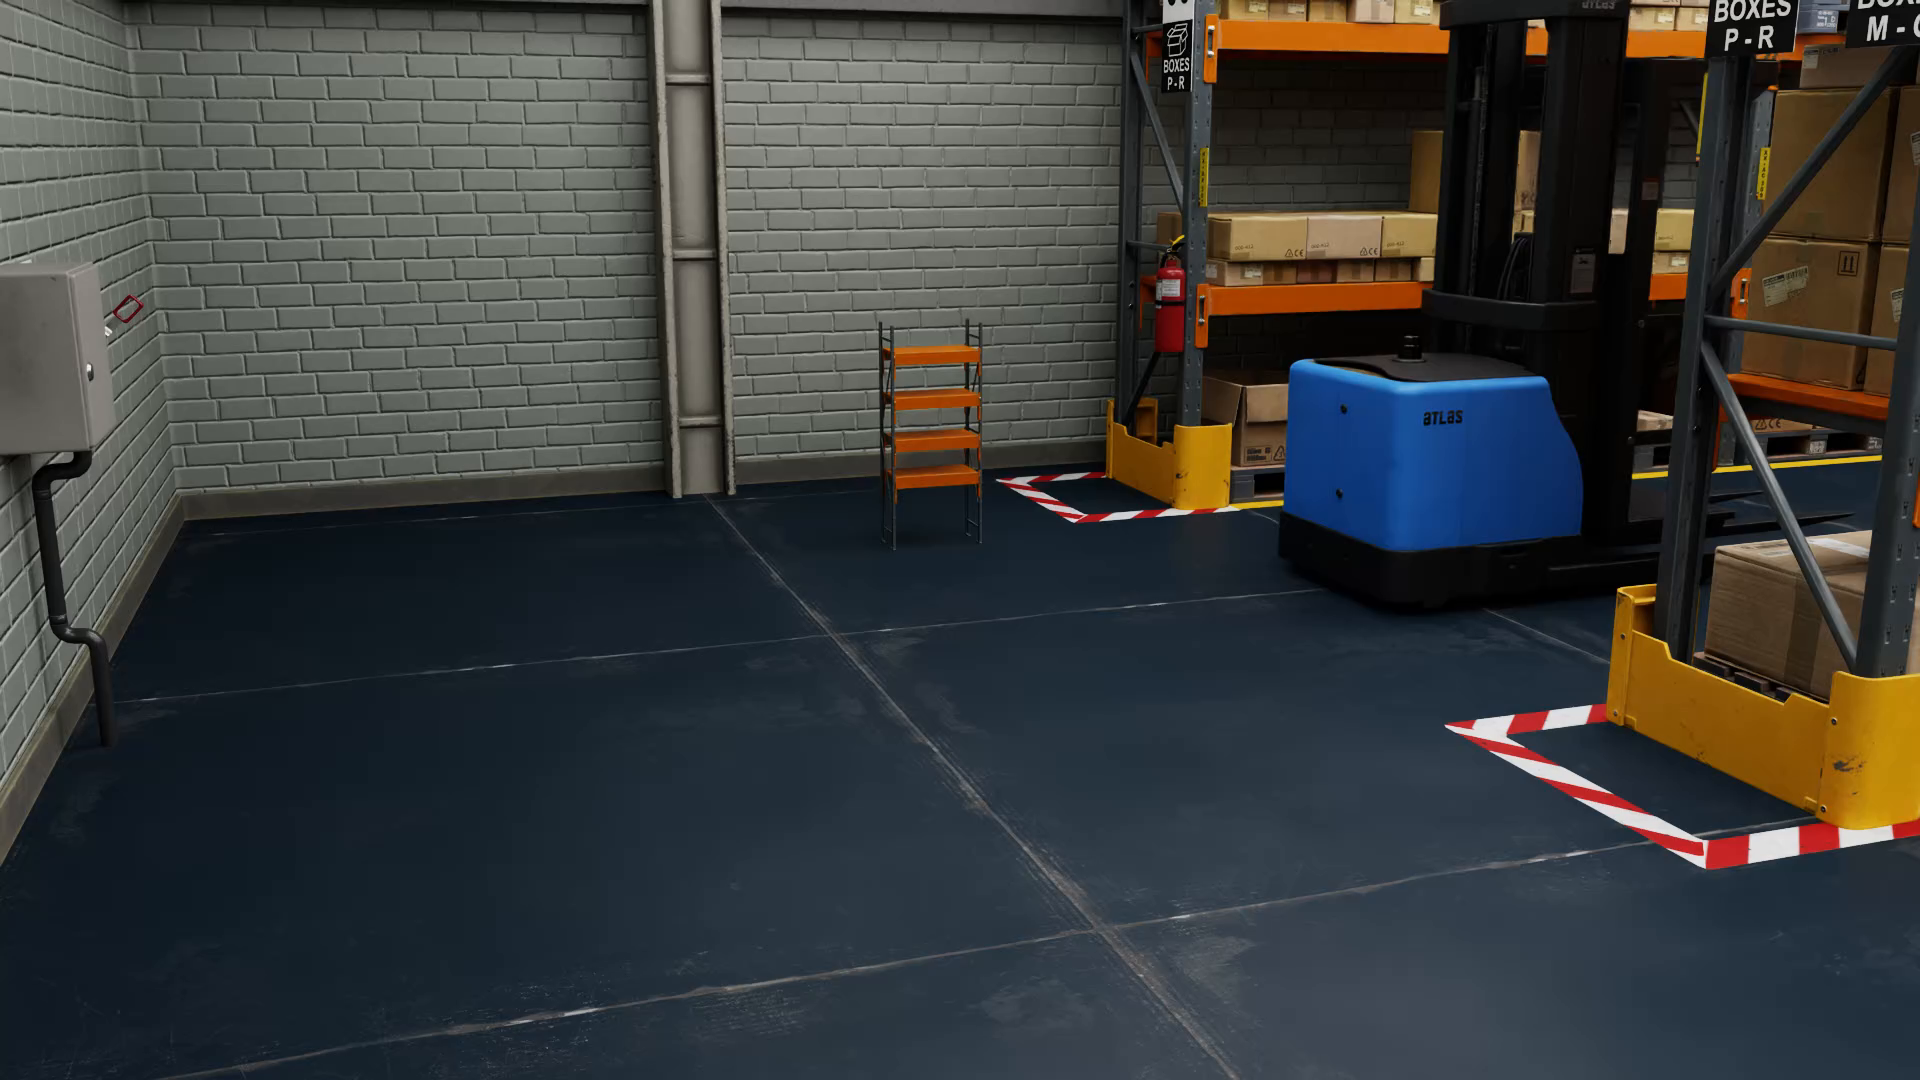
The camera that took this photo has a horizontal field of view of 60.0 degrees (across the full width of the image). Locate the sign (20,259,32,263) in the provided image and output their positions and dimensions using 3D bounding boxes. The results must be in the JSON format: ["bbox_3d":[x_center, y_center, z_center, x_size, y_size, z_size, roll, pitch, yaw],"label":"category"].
[{"bbox_3d":[-3.421,-0.775,6.123,0.001,0.494,0.329,-4,14,-18],"label":"sign"}]

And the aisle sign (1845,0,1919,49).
[{"bbox_3d":[2.826,-1.873,4.919,0.004,0.787,0.394,-4,14,-18],"label":"aisle sign"}]

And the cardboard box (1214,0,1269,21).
[{"bbox_3d":[1.591,-3.076,9.651,0.250,0.149,0.380,-4,14,-17],"label":"cardboard box"}]

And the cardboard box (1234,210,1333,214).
[{"bbox_3d":[2.055,-1.968,10.614,0.500,0.250,0.500,-4,14,-18],"label":"cardboard box"}]

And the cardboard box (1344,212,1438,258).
[{"bbox_3d":[2.688,-1.887,10.277,0.500,0.250,0.500,-5,14,-19],"label":"cardboard box"}]

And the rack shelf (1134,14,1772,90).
[{"bbox_3d":[3.111,-3.023,10.442,4.000,0.370,1.077,-4,14,-18],"label":"rack shelf"}]

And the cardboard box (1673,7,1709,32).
[{"bbox_3d":[4.526,-3.290,10.551,0.250,0.149,0.380,-4,14,-18],"label":"cardboard box"}]

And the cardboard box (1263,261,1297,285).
[{"bbox_3d":[1.840,-1.637,10.085,0.250,0.149,0.380,-4,14,-17],"label":"cardboard box"}]

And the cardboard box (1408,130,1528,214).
[{"bbox_3d":[3.153,-2.288,10.339,0.500,0.500,0.500,-4,14,-17],"label":"cardboard box"}]

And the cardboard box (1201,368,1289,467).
[{"bbox_3d":[1.825,-0.780,10.428,0.637,0.503,0.797,-5,14,-20],"label":"cardboard box"}]

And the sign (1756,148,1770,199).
[{"bbox_3d":[5.186,-2.364,10.728,0.005,0.325,0.100,-4,14,-18],"label":"sign"}]

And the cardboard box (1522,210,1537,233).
[{"bbox_3d":[3.654,-1.968,10.614,0.500,0.250,0.500,-5,14,-18],"label":"cardboard box"}]

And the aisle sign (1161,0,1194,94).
[{"bbox_3d":[1.244,-2.961,9.492,0.004,0.787,0.394,-4,14,-18],"label":"aisle sign"}]

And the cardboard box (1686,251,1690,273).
[{"bbox_3d":[4.784,-1.860,11.023,0.250,0.149,0.380,-4,14,-17],"label":"cardboard box"}]

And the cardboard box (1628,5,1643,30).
[{"bbox_3d":[4.035,-3.254,10.404,0.250,0.149,0.380,-5,14,-18],"label":"cardboard box"}]

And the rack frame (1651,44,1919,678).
[{"bbox_3d":[2.802,-0.678,5.509,0.127,3.000,1.000,-4,14,-18],"label":"rack frame"}]

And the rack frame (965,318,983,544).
[{"bbox_3d":[0.074,-0.590,9.028,0.015,1.200,0.240,-4,14,-18],"label":"rack frame"}]

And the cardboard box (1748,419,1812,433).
[{"bbox_3d":[5.536,-1.036,11.509,0.500,0.500,0.500,-4,14,-16],"label":"cardboard box"}]

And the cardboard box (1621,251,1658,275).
[{"bbox_3d":[4.306,-1.812,10.820,0.250,0.149,0.380,-4,14,-17],"label":"cardboard box"}]

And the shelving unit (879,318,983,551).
[{"bbox_3d":[-0.157,-0.571,8.953,0.503,1.200,0.258,-4,14,-18],"label":"shelving unit"}]

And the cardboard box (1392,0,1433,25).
[{"bbox_3d":[2.595,-3.133,9.891,0.250,0.149,0.380,-4,14,-18],"label":"cardboard box"}]

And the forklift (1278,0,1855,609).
[{"bbox_3d":[3.195,-1.299,8.269,3.031,2.935,1.130,-5,14,-20],"label":"forklift"}]

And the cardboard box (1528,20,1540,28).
[{"bbox_3d":[3.310,-3.187,10.119,0.250,0.149,0.380,-4,14,-17],"label":"cardboard box"}]

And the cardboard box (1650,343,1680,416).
[{"bbox_3d":[5.377,-1.150,11.992,0.500,0.500,0.500,-5,14,-18],"label":"cardboard box"}]

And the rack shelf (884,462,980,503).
[{"bbox_3d":[-0.157,-0.313,9.014,0.480,0.148,0.258,-4,14,-18],"label":"rack shelf"}]

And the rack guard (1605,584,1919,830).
[{"bbox_3d":[2.779,0.540,5.791,0.348,0.500,1.175,-4,14,-18],"label":"rack guard"}]

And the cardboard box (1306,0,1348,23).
[{"bbox_3d":[2.080,-3.116,9.821,0.250,0.149,0.380,-4,14,-18],"label":"cardboard box"}]

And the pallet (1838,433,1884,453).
[{"bbox_3d":[6.923,-0.864,12.318,1.213,0.211,1.003,-4,14,-18],"label":"pallet"}]

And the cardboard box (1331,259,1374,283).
[{"bbox_3d":[2.337,-1.669,10.220,0.250,0.149,0.380,-4,14,-16],"label":"cardboard box"}]

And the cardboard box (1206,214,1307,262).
[{"bbox_3d":[1.731,-1.812,9.960,0.500,0.250,0.500,-4,14,-18],"label":"cardboard box"}]

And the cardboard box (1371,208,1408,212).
[{"bbox_3d":[3.022,-2.042,10.925,0.500,0.250,0.500,-4,14,-18],"label":"cardboard box"}]

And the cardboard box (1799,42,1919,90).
[{"bbox_3d":[3.078,-1.599,5.603,0.250,0.149,0.380,-4,14,-17],"label":"cardboard box"}]

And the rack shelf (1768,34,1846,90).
[{"bbox_3d":[6.902,-3.318,11.683,4.000,0.370,1.077,-4,14,-18],"label":"rack shelf"}]

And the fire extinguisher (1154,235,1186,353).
[{"bbox_3d":[1.223,-1.435,9.665,0.183,0.674,0.296,-4,14,-18],"label":"fire extinguisher"}]

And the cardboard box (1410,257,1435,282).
[{"bbox_3d":[2.851,-1.692,10.317,0.250,0.149,0.380,-5,14,-20],"label":"cardboard box"}]

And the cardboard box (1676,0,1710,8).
[{"bbox_3d":[4.629,-3.502,10.581,0.500,0.250,0.500,-4,14,-18],"label":"cardboard box"}]

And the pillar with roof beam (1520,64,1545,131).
[{"bbox_3d":[5.432,-4.182,7.277,0.400,9.000,9.100,-4,14,-18],"label":"pillar with roof beam"}]

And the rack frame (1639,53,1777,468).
[{"bbox_3d":[5.006,-2.061,11.326,0.127,3.000,1.000,-4,14,-18],"label":"rack frame"}]

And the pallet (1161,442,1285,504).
[{"bbox_3d":[2.042,-0.474,10.679,1.213,0.211,1.003,-4,14,-18],"label":"pallet"}]

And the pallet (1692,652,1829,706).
[{"bbox_3d":[3.535,0.603,6.152,1.213,0.211,1.003,-4,14,-18],"label":"pallet"}]

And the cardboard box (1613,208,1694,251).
[{"bbox_3d":[4.601,-2.042,10.926,0.500,0.250,0.500,-4,14,-17],"label":"cardboard box"}]

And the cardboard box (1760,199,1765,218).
[{"bbox_3d":[5.536,-2.301,11.210,0.500,0.500,0.700,-4,14,-17],"label":"cardboard box"}]

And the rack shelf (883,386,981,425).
[{"bbox_3d":[-0.157,-0.724,8.916,0.480,0.148,0.258,-4,14,-18],"label":"rack shelf"}]

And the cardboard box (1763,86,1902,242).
[{"bbox_3d":[3.183,-1.300,5.751,0.500,0.500,0.500,-4,14,-16],"label":"cardboard box"}]

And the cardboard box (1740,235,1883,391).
[{"bbox_3d":[3.174,-0.820,5.891,0.500,0.500,0.500,-4,14,-18],"label":"cardboard box"}]
